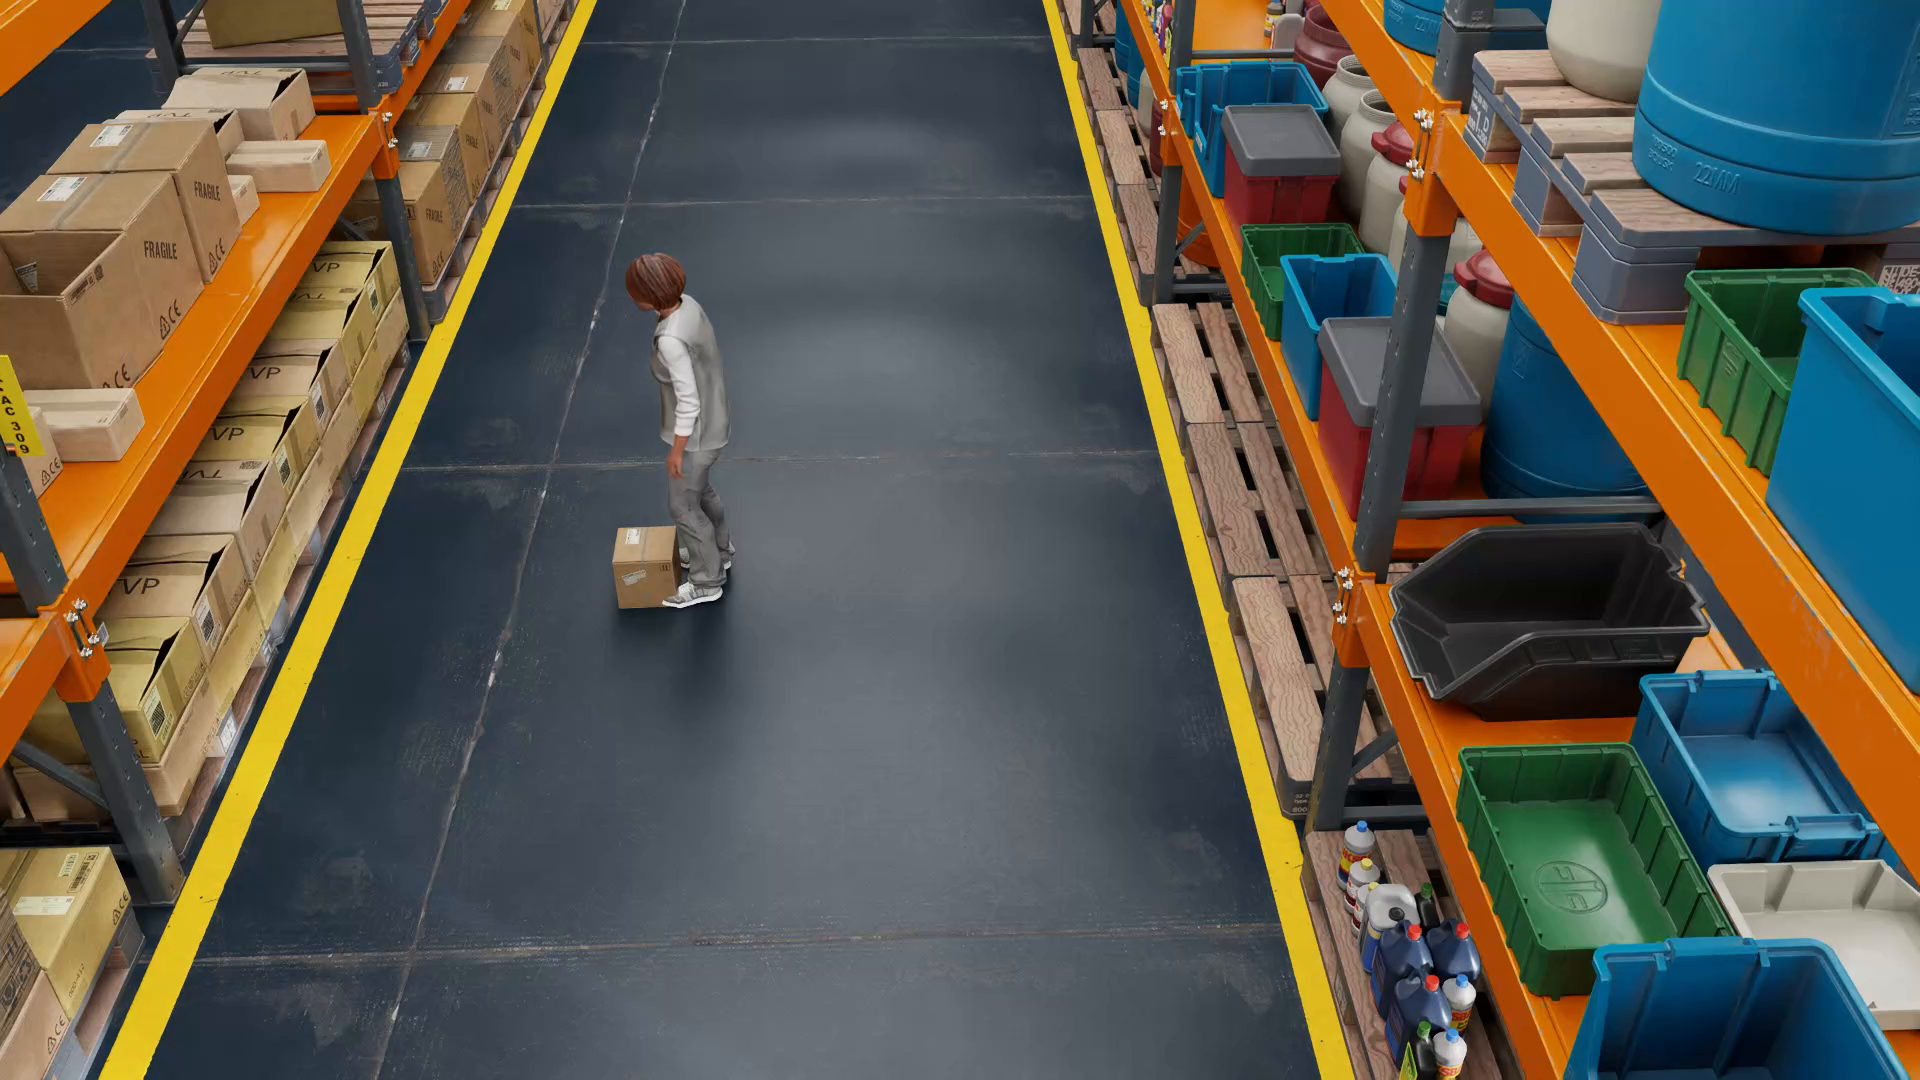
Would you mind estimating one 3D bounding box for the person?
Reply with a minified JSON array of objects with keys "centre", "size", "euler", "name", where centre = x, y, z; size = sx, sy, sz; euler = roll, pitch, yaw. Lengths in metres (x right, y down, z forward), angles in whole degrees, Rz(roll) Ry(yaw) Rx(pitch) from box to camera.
[{"centre":[-1.112,-0.437,6.773],"size":[0.364,1.582,0.463],"euler":[-2,36,-2],"name":"person"}]
